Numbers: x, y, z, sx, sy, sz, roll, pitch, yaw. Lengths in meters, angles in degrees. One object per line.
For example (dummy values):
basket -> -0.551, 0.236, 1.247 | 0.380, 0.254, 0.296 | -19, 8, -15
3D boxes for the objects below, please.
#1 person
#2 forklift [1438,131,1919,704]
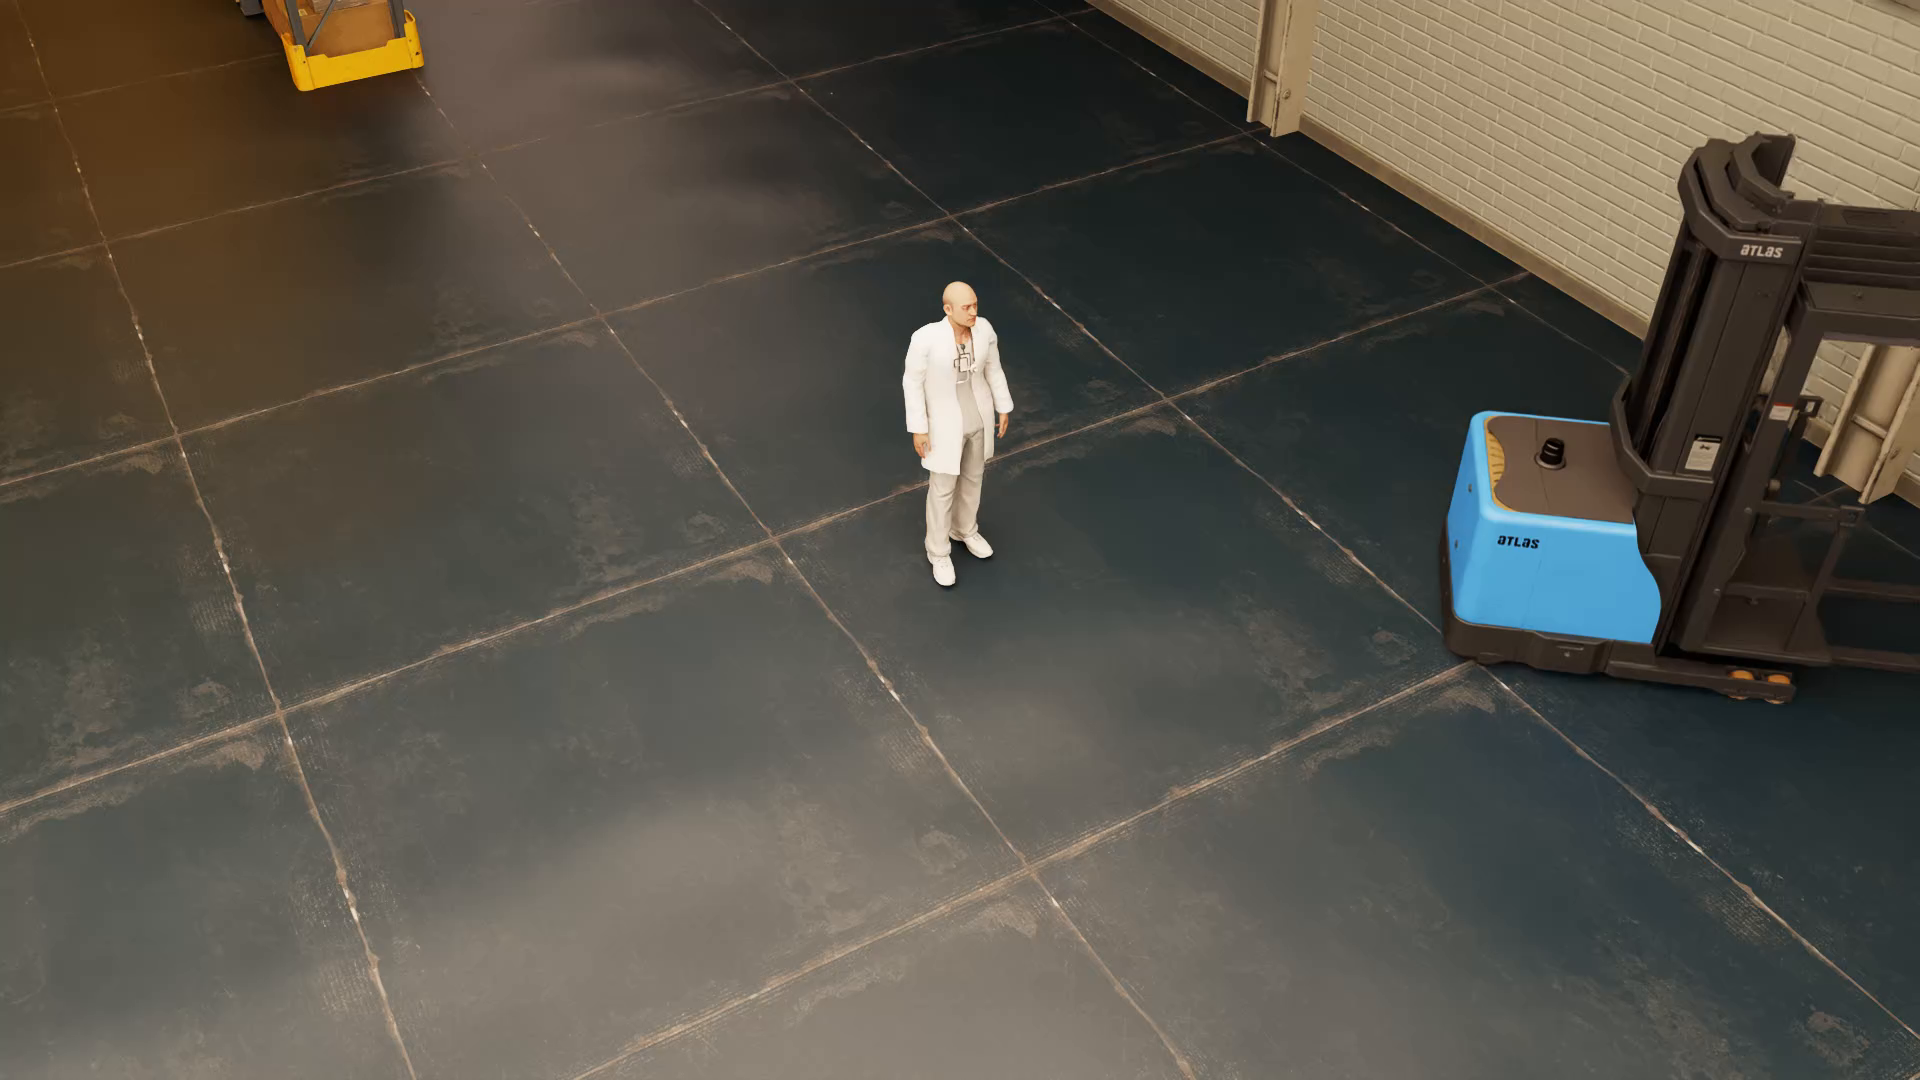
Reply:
person -> 0.041, -0.638, 9.698 | 0.694, 1.775, 0.581 | -20, 44, -23
forklift -> 4.337, -0.587, 8.744 | 3.031, 2.935, 1.130 | 6, 40, 8
